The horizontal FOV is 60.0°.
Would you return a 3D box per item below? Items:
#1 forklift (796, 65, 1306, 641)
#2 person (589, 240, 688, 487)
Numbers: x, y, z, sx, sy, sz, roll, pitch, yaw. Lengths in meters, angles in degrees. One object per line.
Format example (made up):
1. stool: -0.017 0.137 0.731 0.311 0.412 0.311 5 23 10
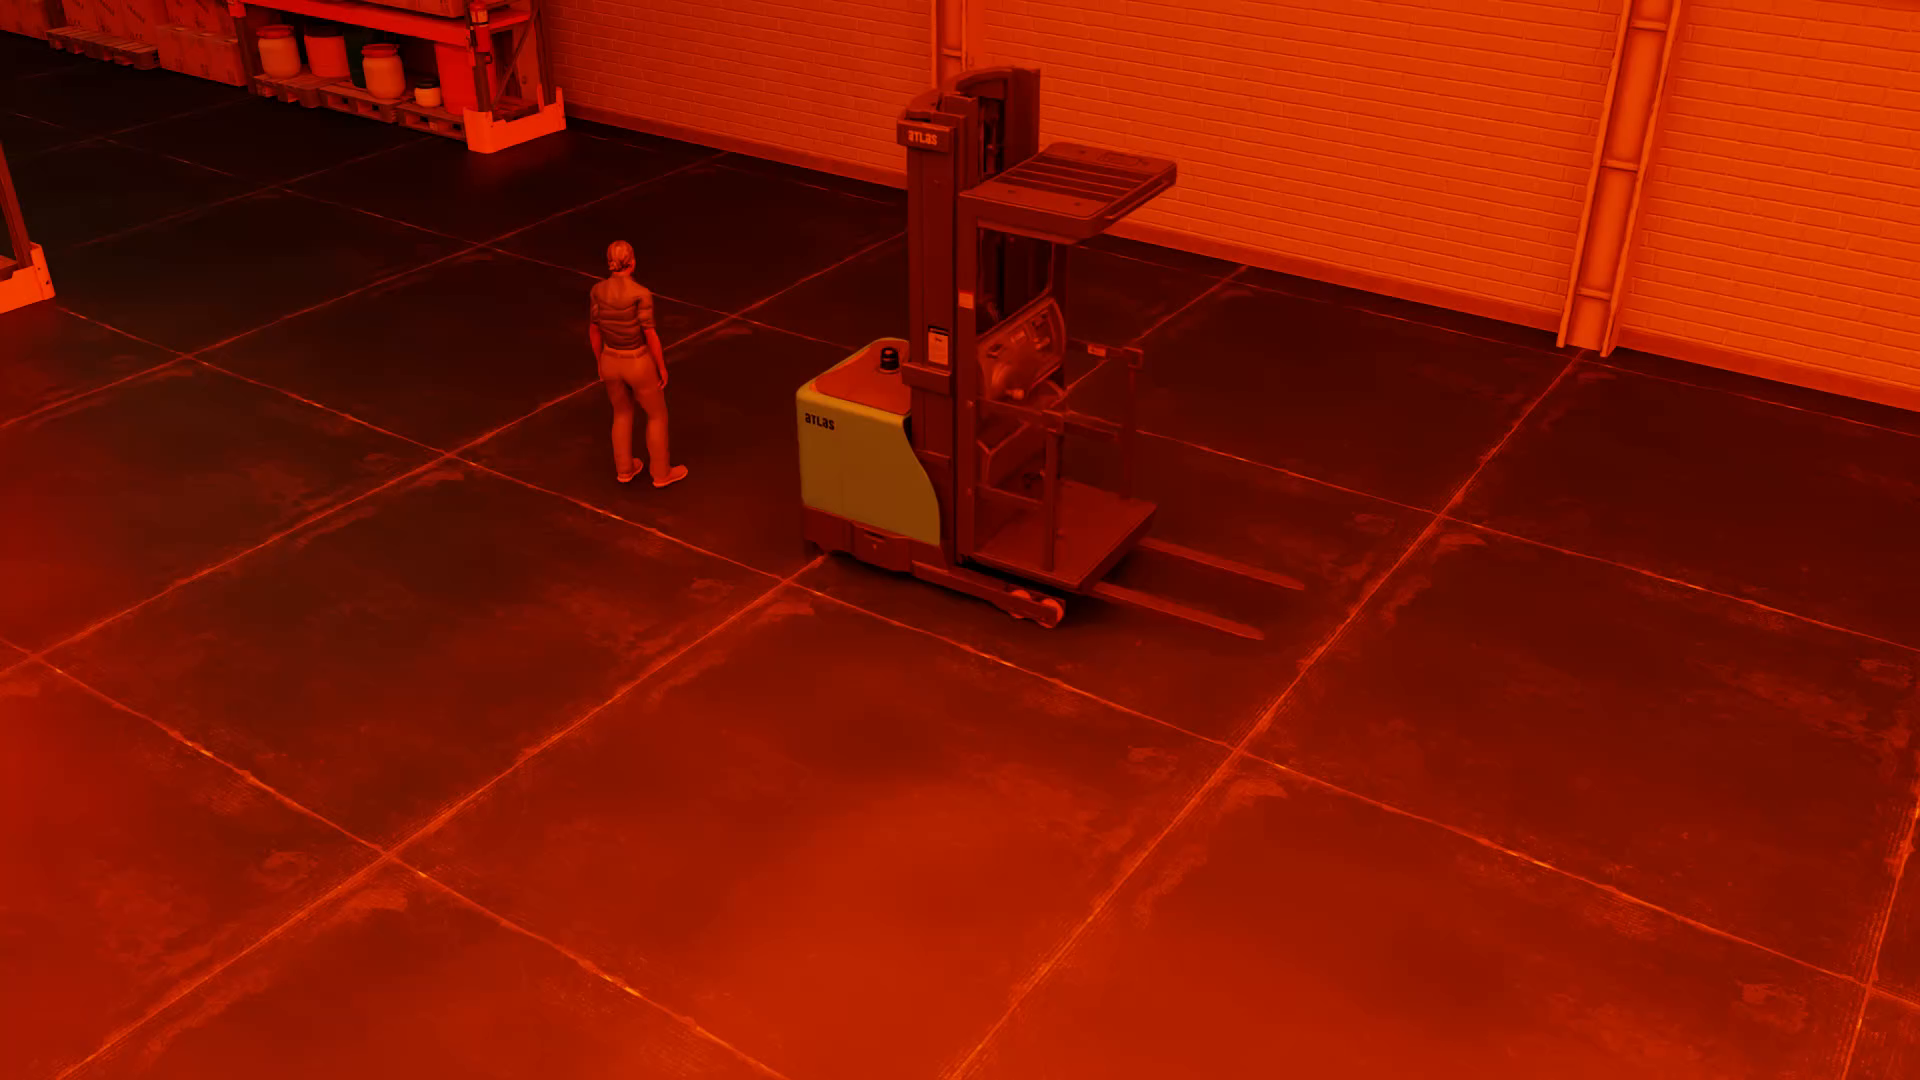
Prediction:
1. forklift: 0.531 -1.064 9.413 3.031 2.935 1.130 17 34 27
2. person: -2.126 -1.131 10.804 0.520 1.653 0.349 9 31 15
